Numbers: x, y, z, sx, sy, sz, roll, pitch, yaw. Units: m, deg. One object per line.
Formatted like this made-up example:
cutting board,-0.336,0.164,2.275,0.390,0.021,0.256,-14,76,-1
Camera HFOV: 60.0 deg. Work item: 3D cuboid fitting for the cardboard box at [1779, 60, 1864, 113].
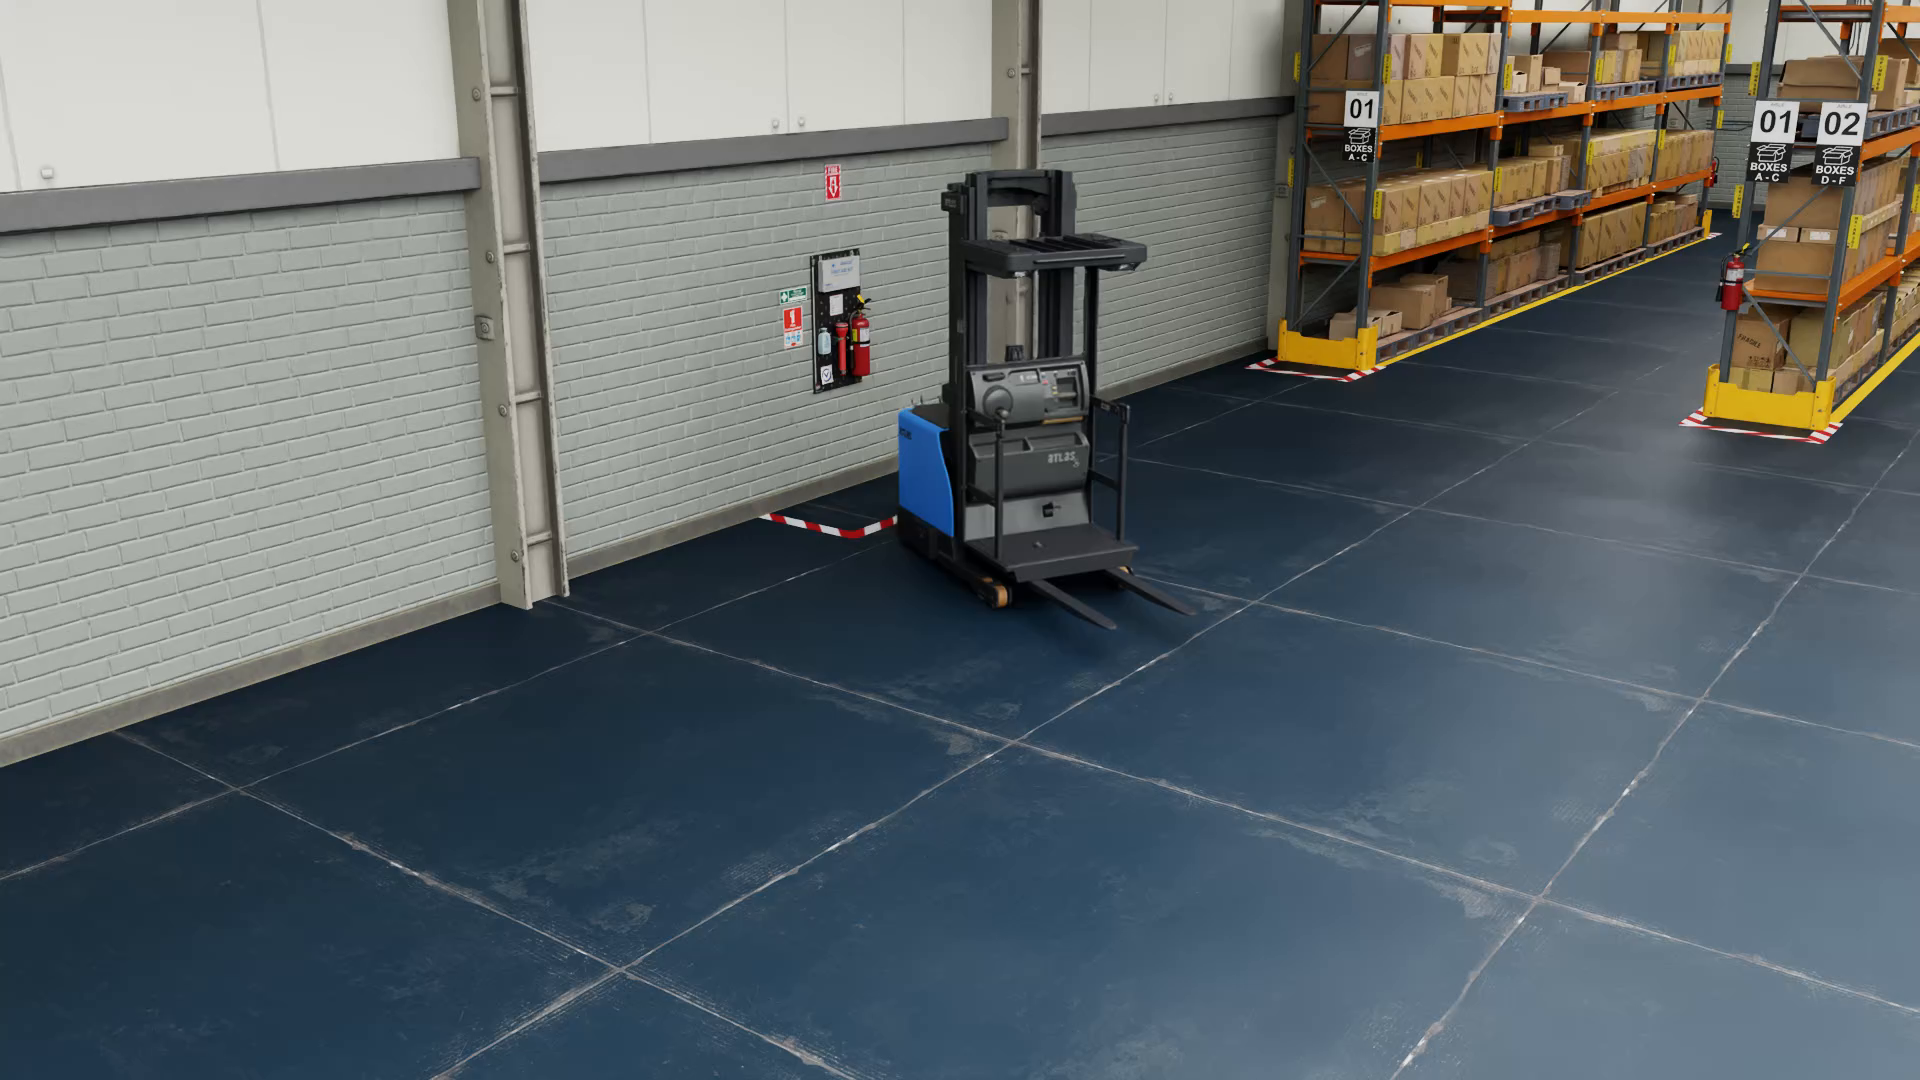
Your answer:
cardboard box,8.707,-4.567,16.717,0.797,0.503,0.637,14,22,38

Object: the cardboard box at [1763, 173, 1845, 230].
cardboard box,8.681,-3.471,17.006,0.700,0.500,0.500,13,21,35

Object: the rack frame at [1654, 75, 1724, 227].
rack frame,13.914,-7.367,31.910,1.000,3.000,0.127,12,21,35

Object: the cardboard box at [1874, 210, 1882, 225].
cardboard box,9.997,-3.587,18.475,0.380,0.149,0.250,13,22,36

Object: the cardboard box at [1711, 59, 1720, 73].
cardboard box,13.691,-8.755,30.697,0.500,0.250,0.500,13,22,36

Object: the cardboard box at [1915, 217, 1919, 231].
cardboard box,12.814,-4.204,22.148,0.380,0.149,0.250,12,21,35

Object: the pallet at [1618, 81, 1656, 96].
pallet,11.024,-7.528,27.694,0.805,0.209,1.217,11,21,33

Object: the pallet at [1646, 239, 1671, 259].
pallet,12.046,-5.250,29.794,1.003,0.211,1.213,12,21,35

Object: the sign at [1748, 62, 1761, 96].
sign,7.933,-4.599,16.577,0.100,0.325,0.005,12,21,35

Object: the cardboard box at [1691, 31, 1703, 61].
cardboard box,12.772,-8.744,29.398,0.500,0.500,0.500,13,21,35

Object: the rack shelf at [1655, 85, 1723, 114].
rack shelf,12.722,-7.980,30.037,1.077,0.370,4.000,12,21,35

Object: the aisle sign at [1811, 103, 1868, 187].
aisle sign,8.568,-3.854,16.212,0.394,0.787,0.004,12,21,35

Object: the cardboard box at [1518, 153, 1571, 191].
cardboard box,8.875,-5.606,25.328,0.700,0.500,0.500,10,20,28

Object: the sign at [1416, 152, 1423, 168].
sign,6.316,-5.159,22.847,0.100,0.325,0.005,12,21,35

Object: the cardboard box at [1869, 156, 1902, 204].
cardboard box,10.485,-4.195,19.339,0.700,0.500,0.500,13,21,35

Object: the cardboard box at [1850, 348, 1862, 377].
cardboard box,9.754,-2.015,18.602,0.500,0.250,0.500,12,21,35

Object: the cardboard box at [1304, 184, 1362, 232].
cardboard box,4.491,-4.002,20.028,0.500,0.500,0.500,12,21,34

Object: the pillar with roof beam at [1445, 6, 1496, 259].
pillar with roof beam,11.135,-7.409,21.930,9.100,9.000,0.400,12,21,35

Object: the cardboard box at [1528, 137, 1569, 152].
cardboard box,9.209,-6.173,26.096,0.500,0.250,0.500,13,22,36

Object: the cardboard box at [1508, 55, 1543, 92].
cardboard box,7.889,-6.600,23.504,0.500,0.500,0.500,12,21,33

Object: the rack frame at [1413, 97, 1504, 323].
rack frame,6.764,-4.509,22.706,1.000,3.000,0.127,12,21,35

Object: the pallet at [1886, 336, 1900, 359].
pallet,11.152,-2.485,20.891,1.003,0.211,1.213,12,21,35

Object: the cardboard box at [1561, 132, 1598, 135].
cardboard box,10.132,-6.539,27.274,0.500,0.250,0.500,12,21,33

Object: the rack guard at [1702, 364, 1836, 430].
rack guard,8.347,-1.482,17.174,1.175,0.500,0.348,12,21,35

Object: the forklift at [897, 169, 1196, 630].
forklift,0.598,-1.065,11.732,1.130,2.935,3.031,-8,19,-24

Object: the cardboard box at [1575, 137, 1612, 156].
cardboard box,9.944,-6.210,26.215,0.500,0.250,0.500,12,21,34

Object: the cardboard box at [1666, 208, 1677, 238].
cardboard box,12.668,-5.822,30.441,0.700,0.500,0.500,13,21,36

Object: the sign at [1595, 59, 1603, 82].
sign,9.582,-7.045,24.942,0.100,0.325,0.005,12,21,35

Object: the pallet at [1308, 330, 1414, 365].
pallet,4.938,-2.430,20.713,1.003,0.211,1.213,12,21,35

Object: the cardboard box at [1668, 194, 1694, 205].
cardboard box,13.495,-6.376,31.129,0.380,0.149,0.250,13,22,36

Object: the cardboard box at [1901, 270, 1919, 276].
cardboard box,12.709,-3.449,22.276,0.500,0.311,0.500,12,21,34

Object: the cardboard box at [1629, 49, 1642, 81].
cardboard box,10.918,-7.915,27.704,0.700,0.500,0.500,11,20,32

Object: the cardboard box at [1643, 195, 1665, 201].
cardboard box,12.889,-6.323,30.961,0.380,0.149,0.250,13,21,35

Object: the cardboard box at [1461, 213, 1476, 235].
cardboard box,6.421,-4.163,21.812,0.500,0.250,0.500,13,21,35

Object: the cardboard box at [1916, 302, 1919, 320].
cardboard box,12.404,-3.064,21.980,0.500,0.250,0.500,13,21,36

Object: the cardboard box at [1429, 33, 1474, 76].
cardboard box,6.062,-6.050,20.724,0.500,0.500,0.500,12,21,33

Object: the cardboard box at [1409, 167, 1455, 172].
cardboard box,6.316,-4.730,22.372,0.500,0.500,0.500,12,21,33

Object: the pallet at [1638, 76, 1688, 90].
pallet,12.026,-7.998,29.032,1.003,0.211,1.213,12,21,35

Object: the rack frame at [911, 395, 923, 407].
rack frame,-0.279,-0.644,13.510,0.008,1.050,0.200,-8,0,-26

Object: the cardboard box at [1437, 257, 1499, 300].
cardboard box,7.189,-3.704,23.585,0.700,0.500,0.500,13,22,37

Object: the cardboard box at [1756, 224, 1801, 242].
cardboard box,8.436,-3.164,17.112,0.380,0.149,0.250,12,21,34

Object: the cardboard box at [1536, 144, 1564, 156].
cardboard box,8.966,-5.942,25.316,0.380,0.149,0.250,9,20,28

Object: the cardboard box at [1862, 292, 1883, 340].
cardboard box,10.336,-2.614,19.267,0.500,0.500,0.500,12,21,35

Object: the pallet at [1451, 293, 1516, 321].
pallet,7.226,-3.363,23.717,1.003,0.211,1.213,12,21,35

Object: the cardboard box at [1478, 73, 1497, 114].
cardboard box,6.660,-5.834,21.713,0.500,0.500,0.500,13,22,36

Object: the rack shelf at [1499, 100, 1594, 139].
rack shelf,7.955,-6.074,23.902,1.077,0.370,4.000,12,21,35

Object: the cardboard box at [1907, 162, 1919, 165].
cardboard box,14.111,-5.190,24.021,0.500,0.500,0.700,-15,23,-40

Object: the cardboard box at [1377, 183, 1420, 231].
cardboard box,5.209,-4.029,20.115,0.500,0.500,0.500,12,21,35

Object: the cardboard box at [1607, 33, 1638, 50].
cardboard box,10.901,-8.277,27.605,0.500,0.250,0.500,14,22,39

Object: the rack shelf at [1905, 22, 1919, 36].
rack shelf,14.319,-7.394,23.768,1.077,0.370,4.000,12,21,35

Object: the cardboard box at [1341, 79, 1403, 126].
cardboard box,4.780,-5.082,19.290,0.500,0.500,0.500,13,22,36

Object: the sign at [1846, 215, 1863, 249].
sign,8.803,-3.034,16.361,0.100,0.325,0.005,12,21,35

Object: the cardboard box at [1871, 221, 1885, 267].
cardboard box,10.176,-3.449,19.123,0.700,0.500,0.500,12,21,34

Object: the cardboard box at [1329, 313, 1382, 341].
cardboard box,4.865,-2.631,20.451,0.500,0.311,0.500,10,20,29

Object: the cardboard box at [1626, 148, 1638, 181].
cardboard box,10.856,-6.218,27.505,0.500,0.500,0.500,12,21,35

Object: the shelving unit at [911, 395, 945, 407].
shelving unit,-0.170,-0.660,13.562,0.252,1.050,0.215,-8,0,-26

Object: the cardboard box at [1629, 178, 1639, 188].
cardboard box,11.124,-5.982,27.839,0.380,0.149,0.250,12,21,35
